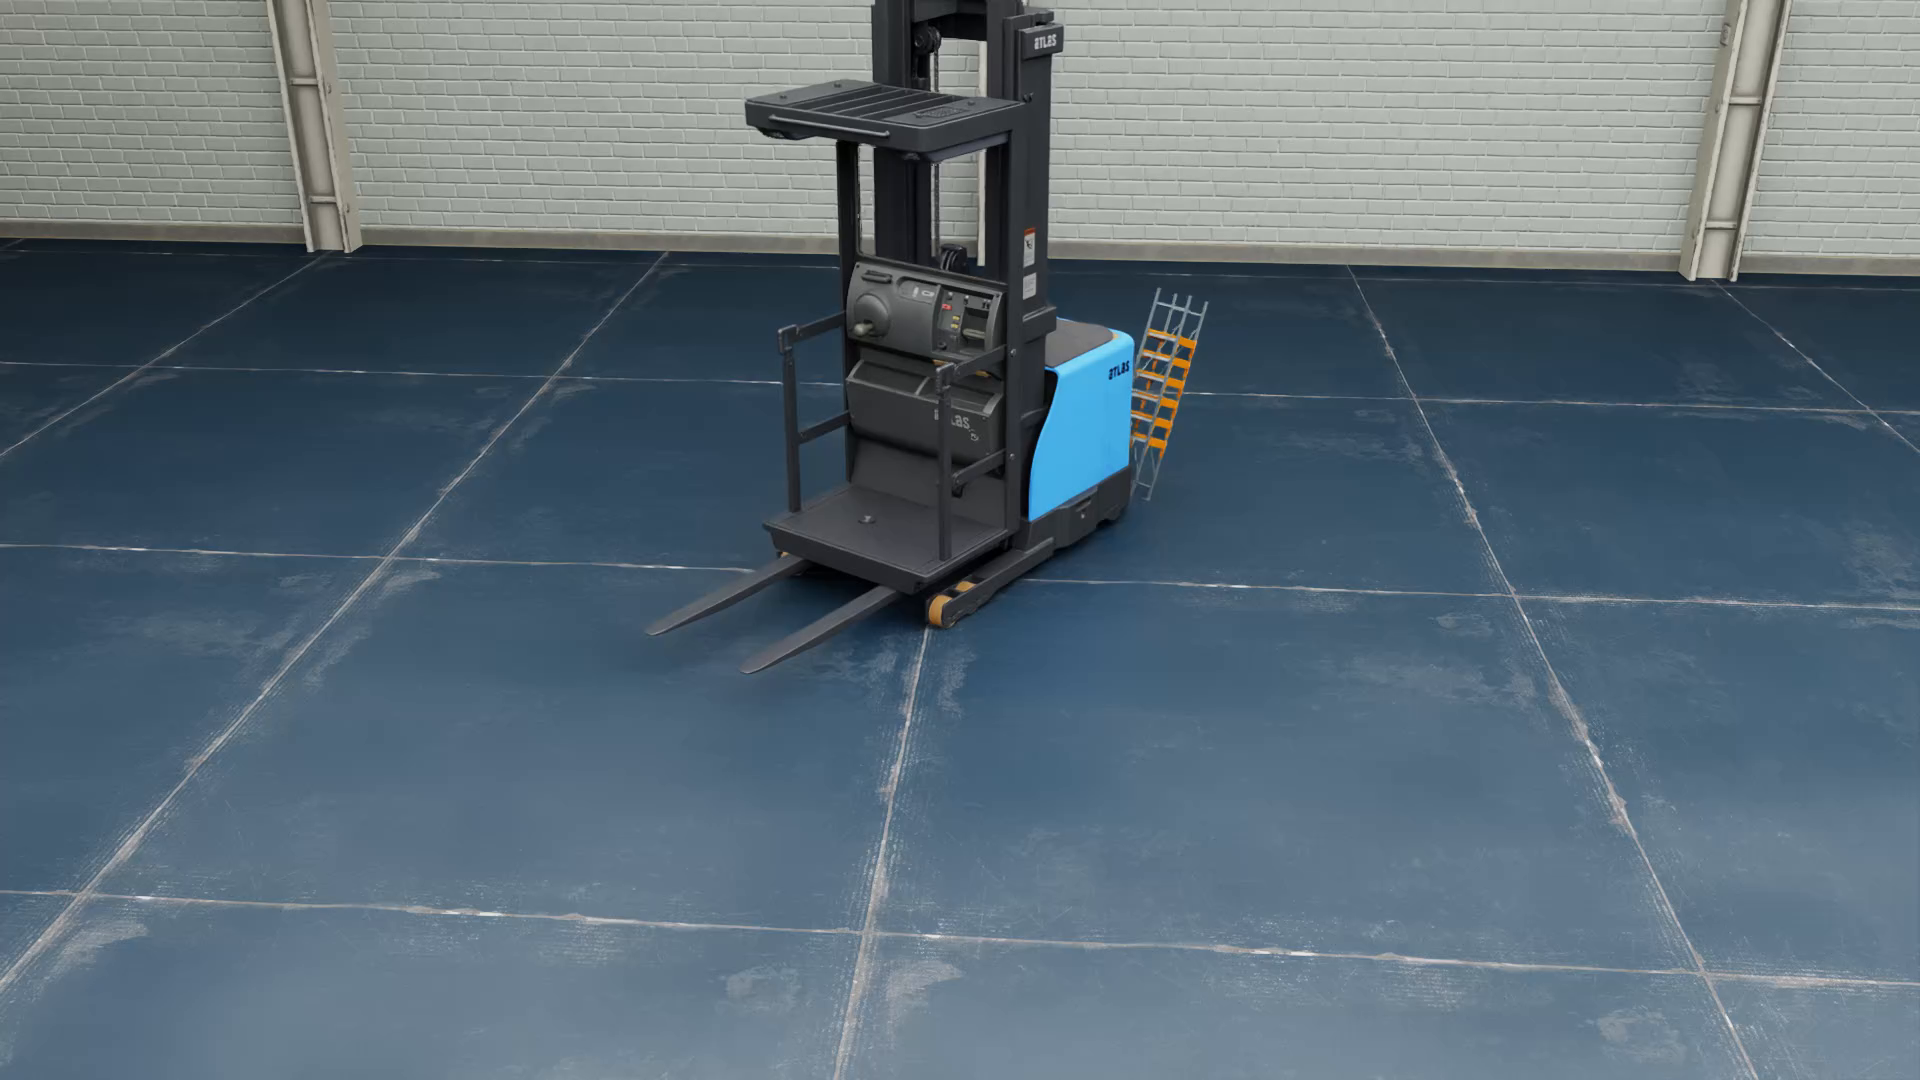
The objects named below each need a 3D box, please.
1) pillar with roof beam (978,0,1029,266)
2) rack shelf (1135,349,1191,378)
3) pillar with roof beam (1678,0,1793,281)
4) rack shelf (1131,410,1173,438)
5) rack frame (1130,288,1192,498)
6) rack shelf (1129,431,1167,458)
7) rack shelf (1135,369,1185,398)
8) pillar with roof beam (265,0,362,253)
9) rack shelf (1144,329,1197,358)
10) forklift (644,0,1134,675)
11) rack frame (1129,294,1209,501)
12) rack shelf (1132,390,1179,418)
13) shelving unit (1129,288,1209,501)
[{"bbox_3d":[0.034,-4.732,8.768,0.400,9.000,9.100,2,25,4],"label":"pillar with roof beam"},{"bbox_3d":[1.180,-1.030,9.652,0.258,0.103,0.180,21,9,38],"label":"rack shelf"},{"bbox_3d":[6.017,-4.540,8.351,0.400,9.000,9.100,2,25,4],"label":"pillar with roof beam"},{"bbox_3d":[1.082,-0.686,9.694,0.258,0.103,0.180,21,9,38],"label":"rack shelf"},{"bbox_3d":[1.069,-0.851,9.604,0.240,1.200,0.006,21,9,38],"label":"rack frame"},{"bbox_3d":[1.049,-0.572,9.708,0.258,0.103,0.180,21,9,38],"label":"rack shelf"},{"bbox_3d":[1.147,-0.916,9.666,0.258,0.103,0.180,21,9,38],"label":"rack shelf"},{"bbox_3d":[-5.948,-4.924,9.186,0.400,9.000,9.100,2,25,4],"label":"pillar with roof beam"},{"bbox_3d":[1.212,-1.145,9.638,0.258,0.103,0.180,21,9,38],"label":"rack shelf"},{"bbox_3d":[-0.310,-1.122,8.182,1.130,2.935,3.031,17,30,33],"label":"forklift"},{"bbox_3d":[1.183,-0.836,9.746,0.240,1.200,0.006,21,9,38],"label":"rack frame"},{"bbox_3d":[1.114,-0.801,9.680,0.258,0.103,0.180,21,9,38],"label":"rack shelf"},{"bbox_3d":[1.126,-0.844,9.675,0.258,1.200,0.189,21,9,38],"label":"shelving unit"}]
